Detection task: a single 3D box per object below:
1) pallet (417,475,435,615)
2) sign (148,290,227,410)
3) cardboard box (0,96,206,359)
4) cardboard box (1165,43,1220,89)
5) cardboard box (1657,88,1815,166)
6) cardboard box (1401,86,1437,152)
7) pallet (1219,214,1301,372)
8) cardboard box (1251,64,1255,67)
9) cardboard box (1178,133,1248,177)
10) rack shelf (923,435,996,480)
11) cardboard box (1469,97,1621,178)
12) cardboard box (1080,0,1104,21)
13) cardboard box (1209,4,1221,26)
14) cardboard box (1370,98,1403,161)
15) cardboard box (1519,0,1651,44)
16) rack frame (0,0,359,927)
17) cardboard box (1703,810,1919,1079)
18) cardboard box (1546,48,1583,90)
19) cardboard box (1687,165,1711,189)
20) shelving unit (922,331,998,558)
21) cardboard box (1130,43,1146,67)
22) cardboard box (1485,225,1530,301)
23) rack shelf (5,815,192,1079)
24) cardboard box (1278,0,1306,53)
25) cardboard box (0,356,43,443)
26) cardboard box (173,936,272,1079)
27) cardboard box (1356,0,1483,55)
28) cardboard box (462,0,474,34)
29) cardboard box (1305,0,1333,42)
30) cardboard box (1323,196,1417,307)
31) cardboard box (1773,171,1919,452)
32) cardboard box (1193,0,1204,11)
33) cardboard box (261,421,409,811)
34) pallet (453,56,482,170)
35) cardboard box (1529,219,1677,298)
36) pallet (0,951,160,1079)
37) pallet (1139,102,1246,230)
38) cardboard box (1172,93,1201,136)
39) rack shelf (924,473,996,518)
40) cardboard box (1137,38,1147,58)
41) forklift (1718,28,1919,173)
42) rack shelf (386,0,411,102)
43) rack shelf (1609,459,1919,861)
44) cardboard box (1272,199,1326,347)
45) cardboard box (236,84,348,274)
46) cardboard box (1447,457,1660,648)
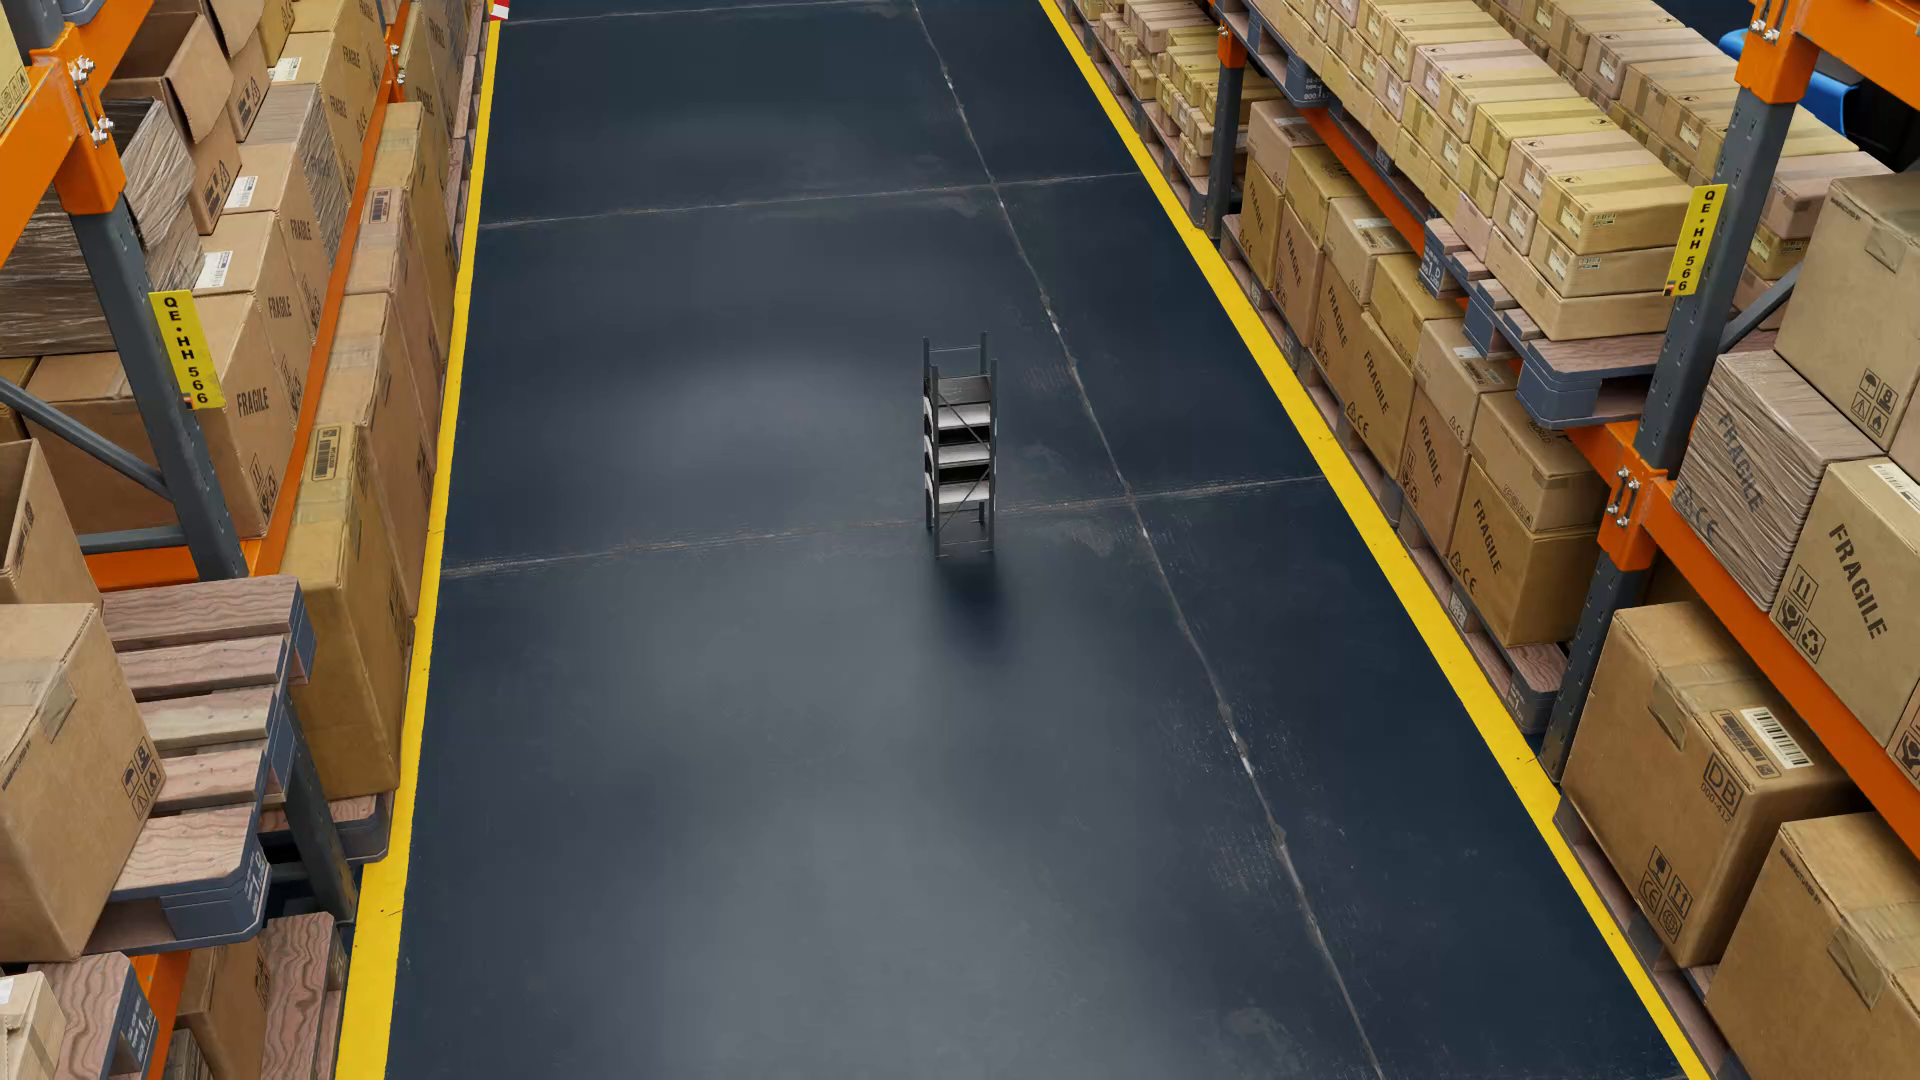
[{"bbox_3d":[-2.672,-0.084,6.686,1.003,0.211,1.213,-6,38,-8],"label":"pallet"},{"bbox_3d":[-1.865,-0.455,4.012,0.100,0.325,0.005,-6,38,-8],"label":"sign"},{"bbox_3d":[-2.509,-0.844,4.493,0.797,0.503,0.637,-5,38,-6],"label":"cardboard box"},{"bbox_3d":[1.349,-2.615,9.168,0.380,0.149,0.250,-7,38,-8],"label":"cardboard box"},{"bbox_3d":[2.525,-1.350,5.420,0.380,0.149,0.250,-6,38,-8],"label":"cardboard box"},{"bbox_3d":[1.787,-1.493,5.847,0.380,0.149,0.250,-6,38,-8],"label":"cardboard box"},{"bbox_3d":[1.940,-1.283,8.229,1.003,0.211,1.213,-6,38,-8],"label":"pallet"},{"bbox_3d":[1.799,-2.715,9.538,0.380,0.149,0.250,-8,39,-10],"label":"cardboard box"},{"bbox_3d":[1.398,-2.094,8.982,0.380,0.149,0.250,-6,38,-7],"label":"cardboard box"},{"bbox_3d":[-0.001,-0.334,6.501,0.258,0.077,0.200,-6,38,-8],"label":"rack shelf"},{"bbox_3d":[1.879,-1.296,5.351,0.380,0.149,0.250,-5,38,-7],"label":"cardboard box"},{"bbox_3d":[0.992,-3.494,10.784,0.380,0.149,0.250,-6,38,-7],"label":"cardboard box"},{"bbox_3d":[1.702,-3.153,9.860,0.380,0.149,0.250,-8,39,-10],"label":"cardboard box"},{"bbox_3d":[1.745,-1.528,6.135,0.380,0.149,0.250,-5,38,-7],"label":"cardboard box"},{"bbox_3d":[2.341,-1.984,6.237,0.380,0.149,0.250,-7,38,-9],"label":"cardboard box"},{"bbox_3d":[-2.397,0.035,4.260,1.000,3.000,0.127,-6,38,-8],"label":"rack frame"},{"bbox_3d":[2.678,1.190,4.265,1.050,0.750,0.750,-6,38,-7],"label":"cardboard box"},{"bbox_3d":[2.389,-1.713,6.130,0.380,0.149,0.250,-7,38,-8],"label":"cardboard box"},{"bbox_3d":[2.567,-1.099,5.340,0.380,0.149,0.250,-4,38,-6],"label":"cardboard box"},{"bbox_3d":[-0.001,-0.360,6.480,0.258,0.900,0.210,-6,38,-8],"label":"shelving unit"},{"bbox_3d":[1.237,-2.884,9.999,0.380,0.149,0.250,-6,38,-7],"label":"cardboard box"},{"bbox_3d":[1.923,-0.903,5.330,0.380,0.149,0.250,-6,38,-8],"label":"cardboard box"},{"bbox_3d":[-2.047,1.527,2.926,1.077,0.370,4.000,-6,38,-8],"label":"rack shelf"},{"bbox_3d":[1.556,-2.163,6.952,0.380,0.149,0.250,-6,38,-7],"label":"cardboard box"},{"bbox_3d":[-2.728,-0.276,4.579,0.500,0.500,0.500,-5,38,-7],"label":"cardboard box"},{"bbox_3d":[-2.260,1.251,4.374,0.700,0.500,0.500,-8,39,-10],"label":"cardboard box"},{"bbox_3d":[1.697,-1.925,6.160,0.380,0.149,0.250,-5,38,-7],"label":"cardboard box"},{"bbox_3d":[-3.609,-3.746,10.517,0.875,0.875,0.875,-6,38,-8],"label":"cardboard box"},{"bbox_3d":[1.607,-2.119,6.652,0.380,0.149,0.250,-5,38,-6],"label":"cardboard box"},{"bbox_3d":[1.853,-1.224,6.965,0.500,0.250,0.500,-5,38,-6],"label":"cardboard box"},{"bbox_3d":[2.573,-0.600,4.181,0.700,0.500,0.500,-6,38,-8],"label":"cardboard box"},{"bbox_3d":[1.247,-3.257,9.995,0.380,0.149,0.250,-6,38,-8],"label":"cardboard box"},{"bbox_3d":[-2.498,0.289,5.323,1.225,0.875,0.875,-8,39,-10],"label":"cardboard box"},{"bbox_3d":[-3.372,-2.486,9.778,1.003,0.211,1.213,-6,38,-8],"label":"pallet"},{"bbox_3d":[1.969,-0.871,5.047,0.380,0.149,0.250,-5,38,-7],"label":"cardboard box"},{"bbox_3d":[-2.010,1.302,2.786,1.003,0.211,1.213,-6,38,-8],"label":"pallet"},{"bbox_3d":[1.650,-2.155,9.351,1.003,0.211,1.213,-6,38,-8],"label":"pallet"},{"bbox_3d":[1.375,-2.329,9.043,0.380,0.149,0.250,-8,39,-10],"label":"cardboard box"},{"bbox_3d":[-0.001,-0.192,6.611,0.258,0.077,0.200,-6,38,-8],"label":"rack shelf"},{"bbox_3d":[1.272,-2.967,9.863,0.380,0.149,0.250,-8,39,-10],"label":"cardboard box"},{"bbox_3d":[4.847,-2.136,7.111,1.130,2.935,3.031,-17,41,-20],"label":"forklift"},{"bbox_3d":[-3.449,-3.305,9.146,1.077,0.370,4.000,-6,38,-8],"label":"rack shelf"},{"bbox_3d":[2.854,1.054,3.534,1.077,0.370,4.000,-6,38,-8],"label":"rack shelf"},{"bbox_3d":[1.765,-1.238,7.594,0.500,0.500,0.500,-5,38,-6],"label":"cardboard box"},{"bbox_3d":[-2.486,-1.250,5.833,0.500,0.500,0.500,-6,38,-8],"label":"cardboard box"},{"bbox_3d":[2.131,0.014,5.982,0.500,0.500,0.500,-6,38,-8],"label":"cardboard box"}]
